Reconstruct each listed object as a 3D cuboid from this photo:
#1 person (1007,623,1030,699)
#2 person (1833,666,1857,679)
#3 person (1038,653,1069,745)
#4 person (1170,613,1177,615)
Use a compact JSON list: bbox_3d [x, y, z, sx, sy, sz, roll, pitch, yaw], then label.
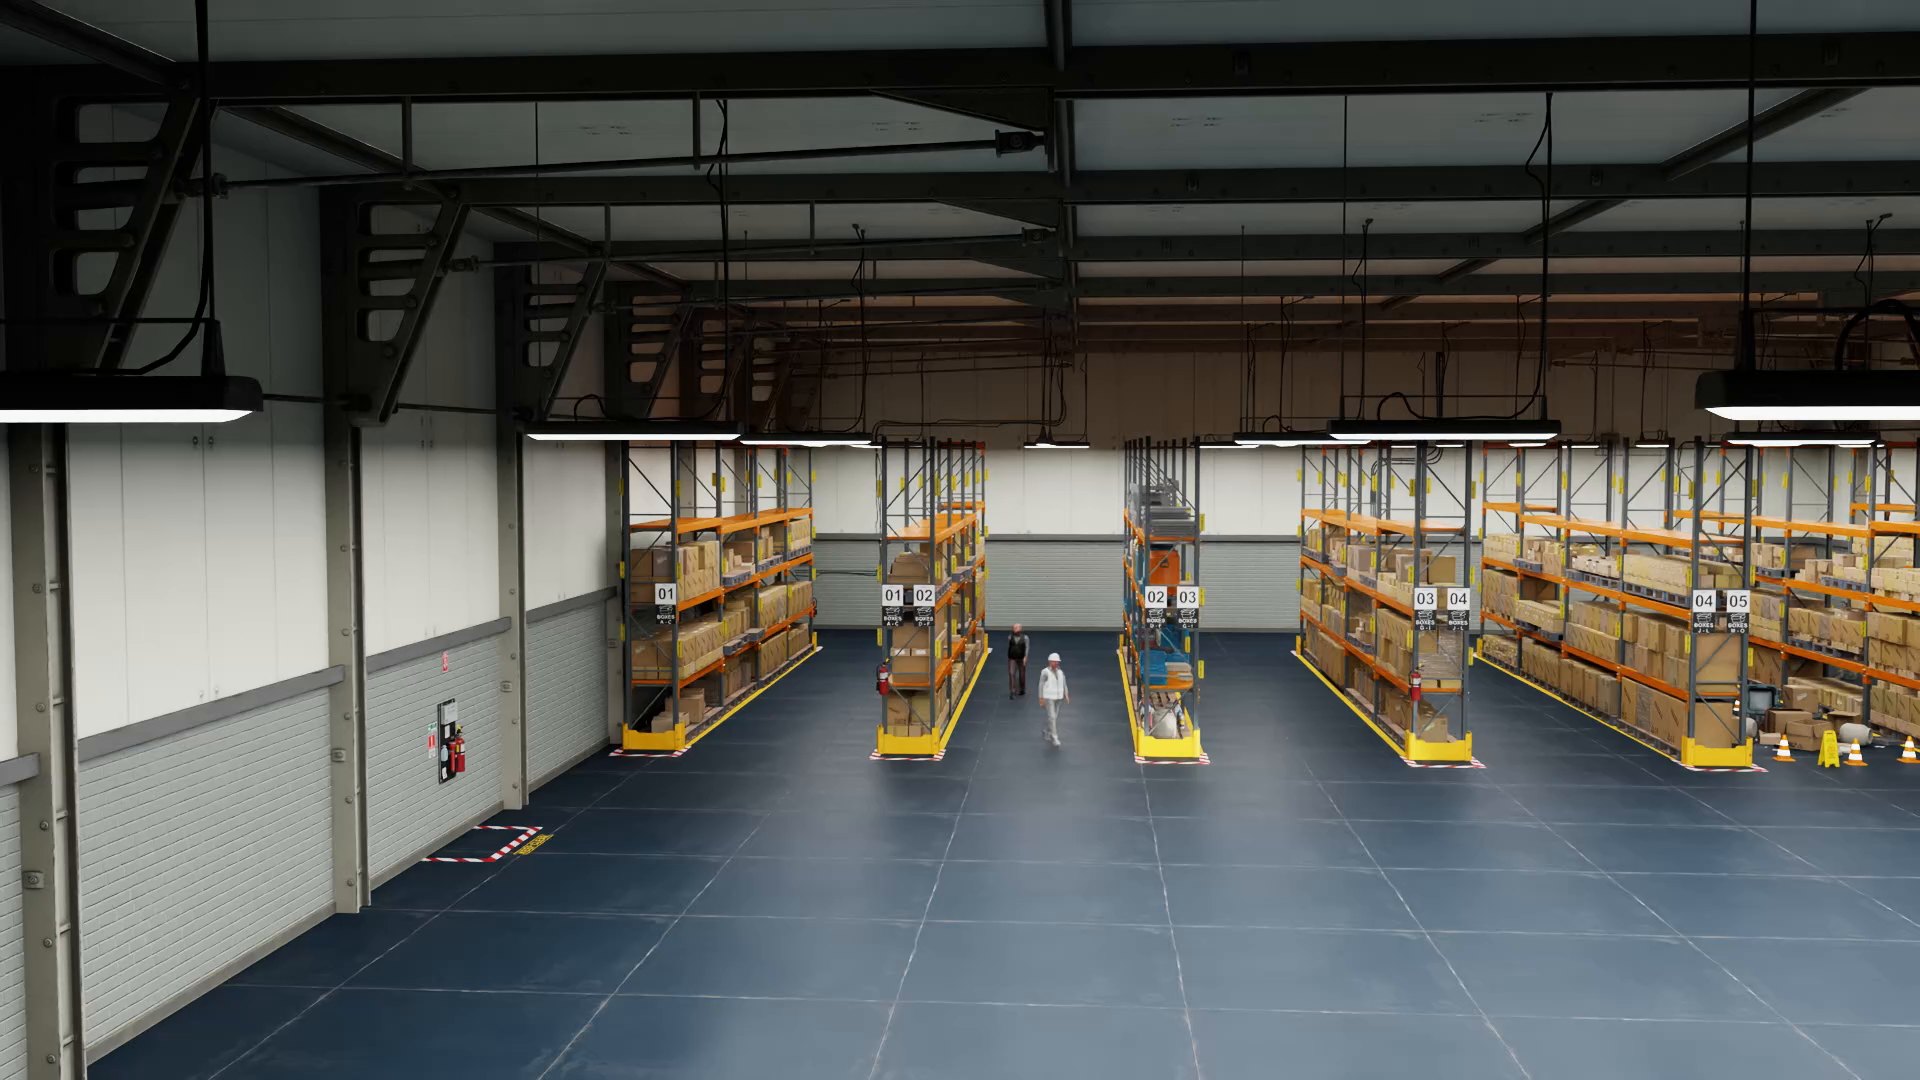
[{"bbox_3d":[1.342,2.796,38.655,0.561,1.686,0.890,1,3,10],"label":"person"},{"bbox_3d":[22.266,2.659,41.676,0.549,1.773,0.545,-1,3,-15],"label":"person"},{"bbox_3d":[1.853,3.091,32.501,0.585,1.744,0.860,-2,4,-37],"label":"person"},{"bbox_3d":[6.340,2.297,48.864,0.920,1.605,0.465,2,3,28],"label":"person"}]
